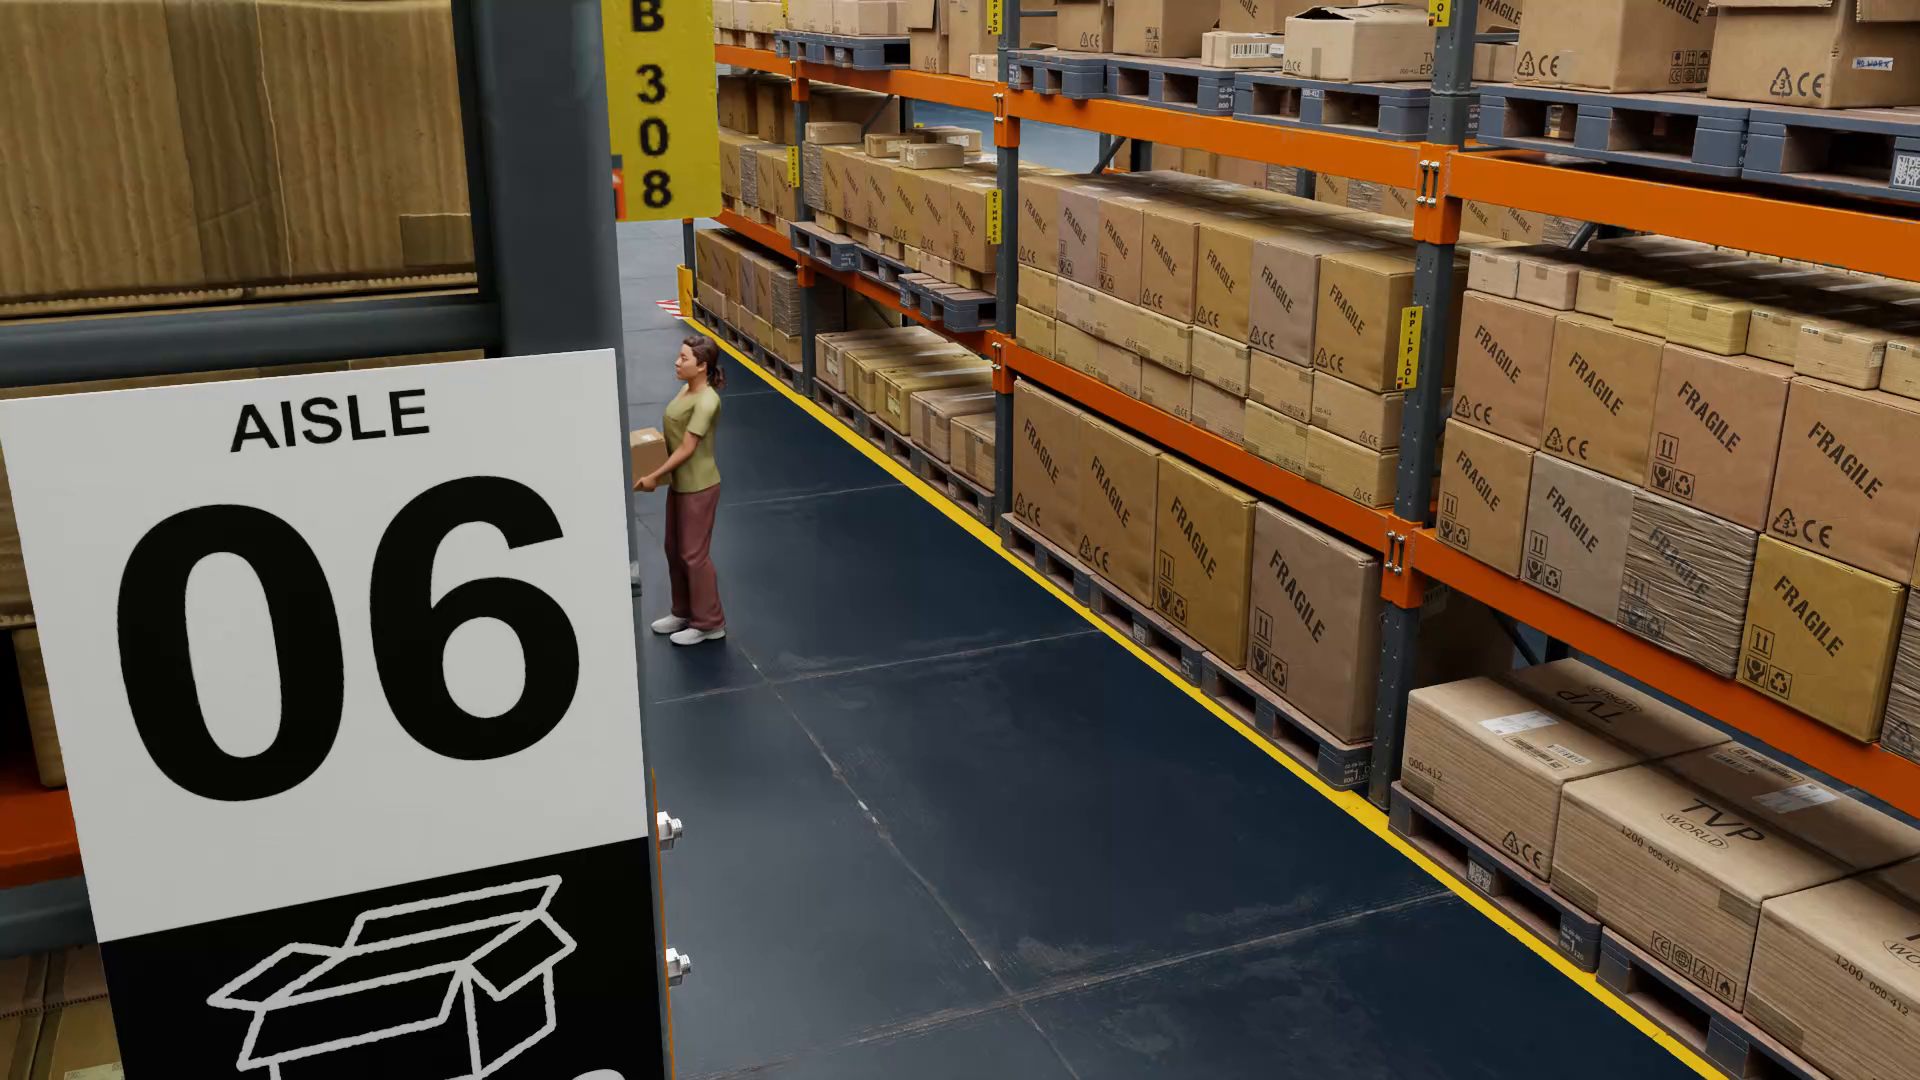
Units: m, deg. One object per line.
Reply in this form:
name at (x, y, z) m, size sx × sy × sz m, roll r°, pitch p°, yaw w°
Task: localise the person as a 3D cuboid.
person at (-1.486, -0.266, 8.860) m, size 0.554 × 1.662 × 0.426 m, roll -8°, pitch 20°, yaw -21°
